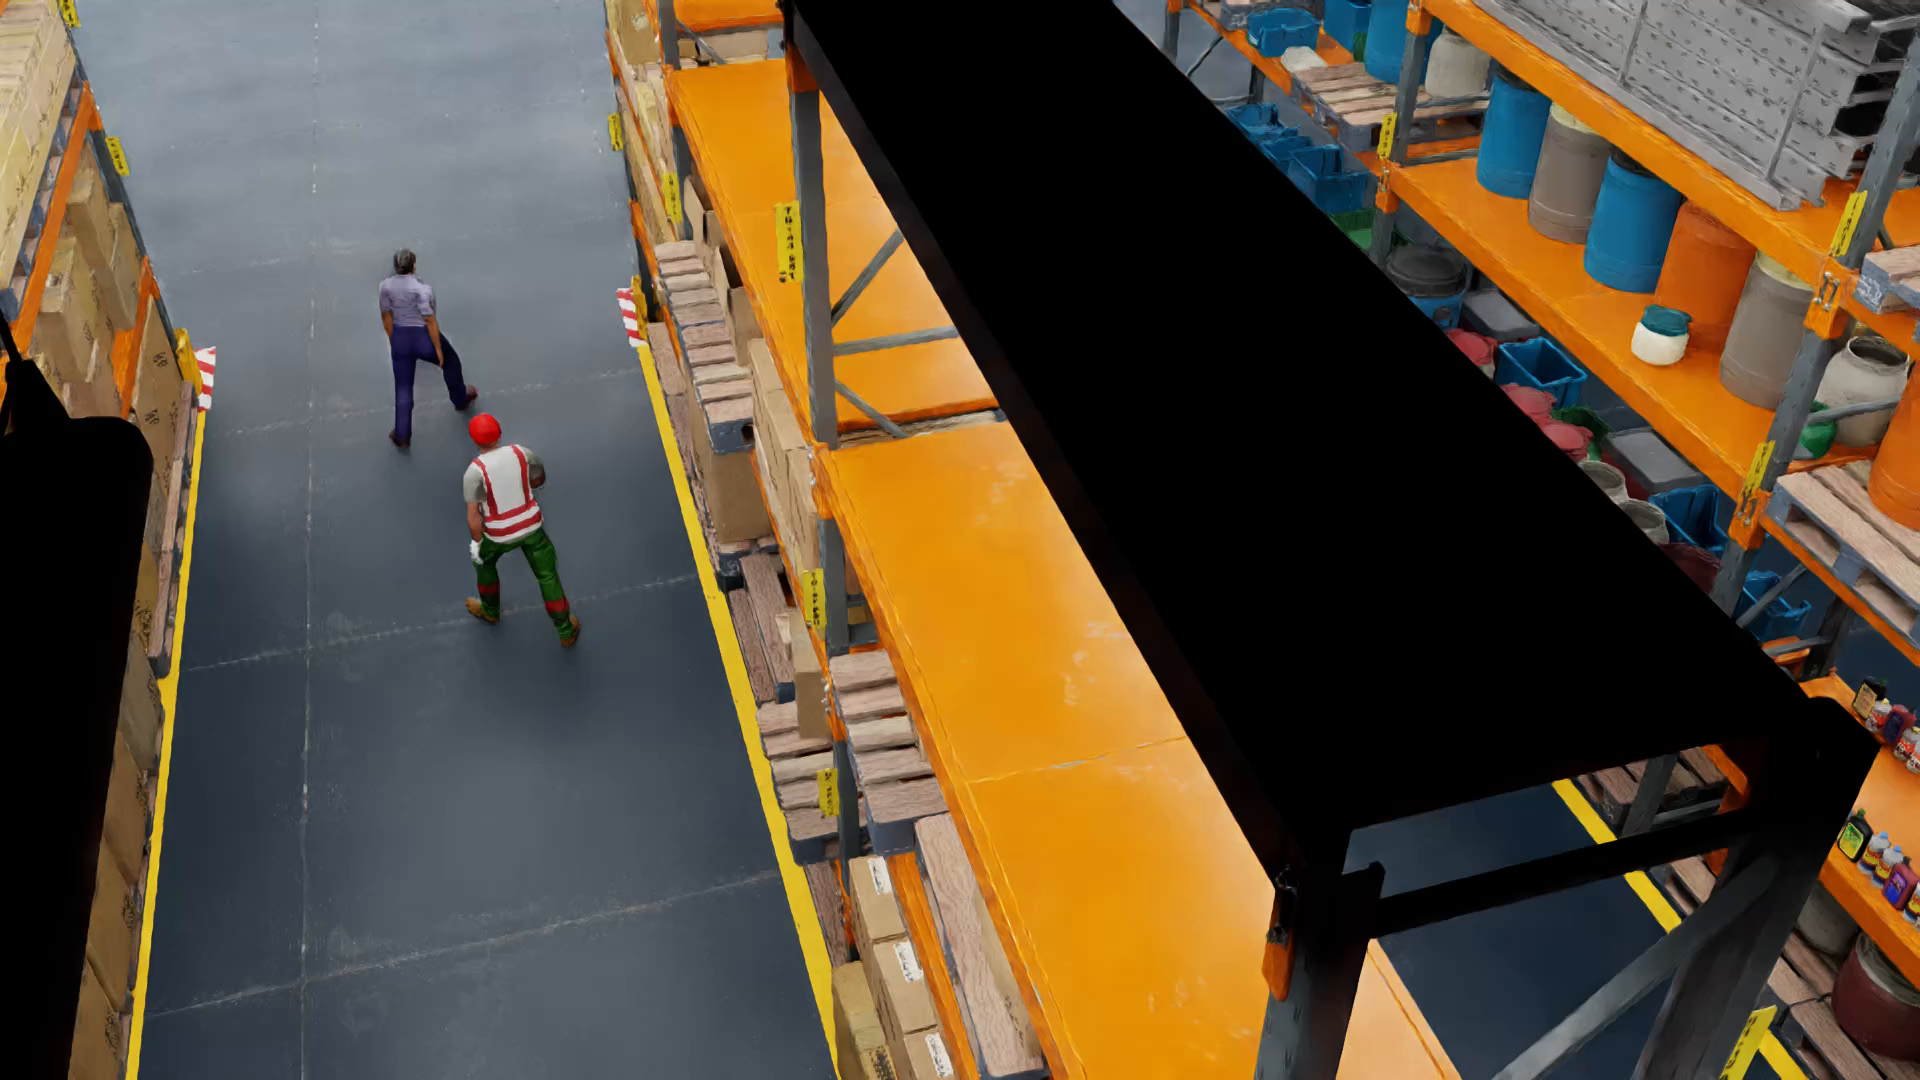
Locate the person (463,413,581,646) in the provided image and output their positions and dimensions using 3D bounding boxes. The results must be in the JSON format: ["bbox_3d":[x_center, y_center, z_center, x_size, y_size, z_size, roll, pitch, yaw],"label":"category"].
[{"bbox_3d":[-3.119,-0.082,11.530,0.686,1.716,0.838,-22,43,-25],"label":"person"}]

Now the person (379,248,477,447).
[{"bbox_3d":[-4.456,-1.624,13.600,0.527,1.588,0.943,4,39,5],"label":"person"}]
